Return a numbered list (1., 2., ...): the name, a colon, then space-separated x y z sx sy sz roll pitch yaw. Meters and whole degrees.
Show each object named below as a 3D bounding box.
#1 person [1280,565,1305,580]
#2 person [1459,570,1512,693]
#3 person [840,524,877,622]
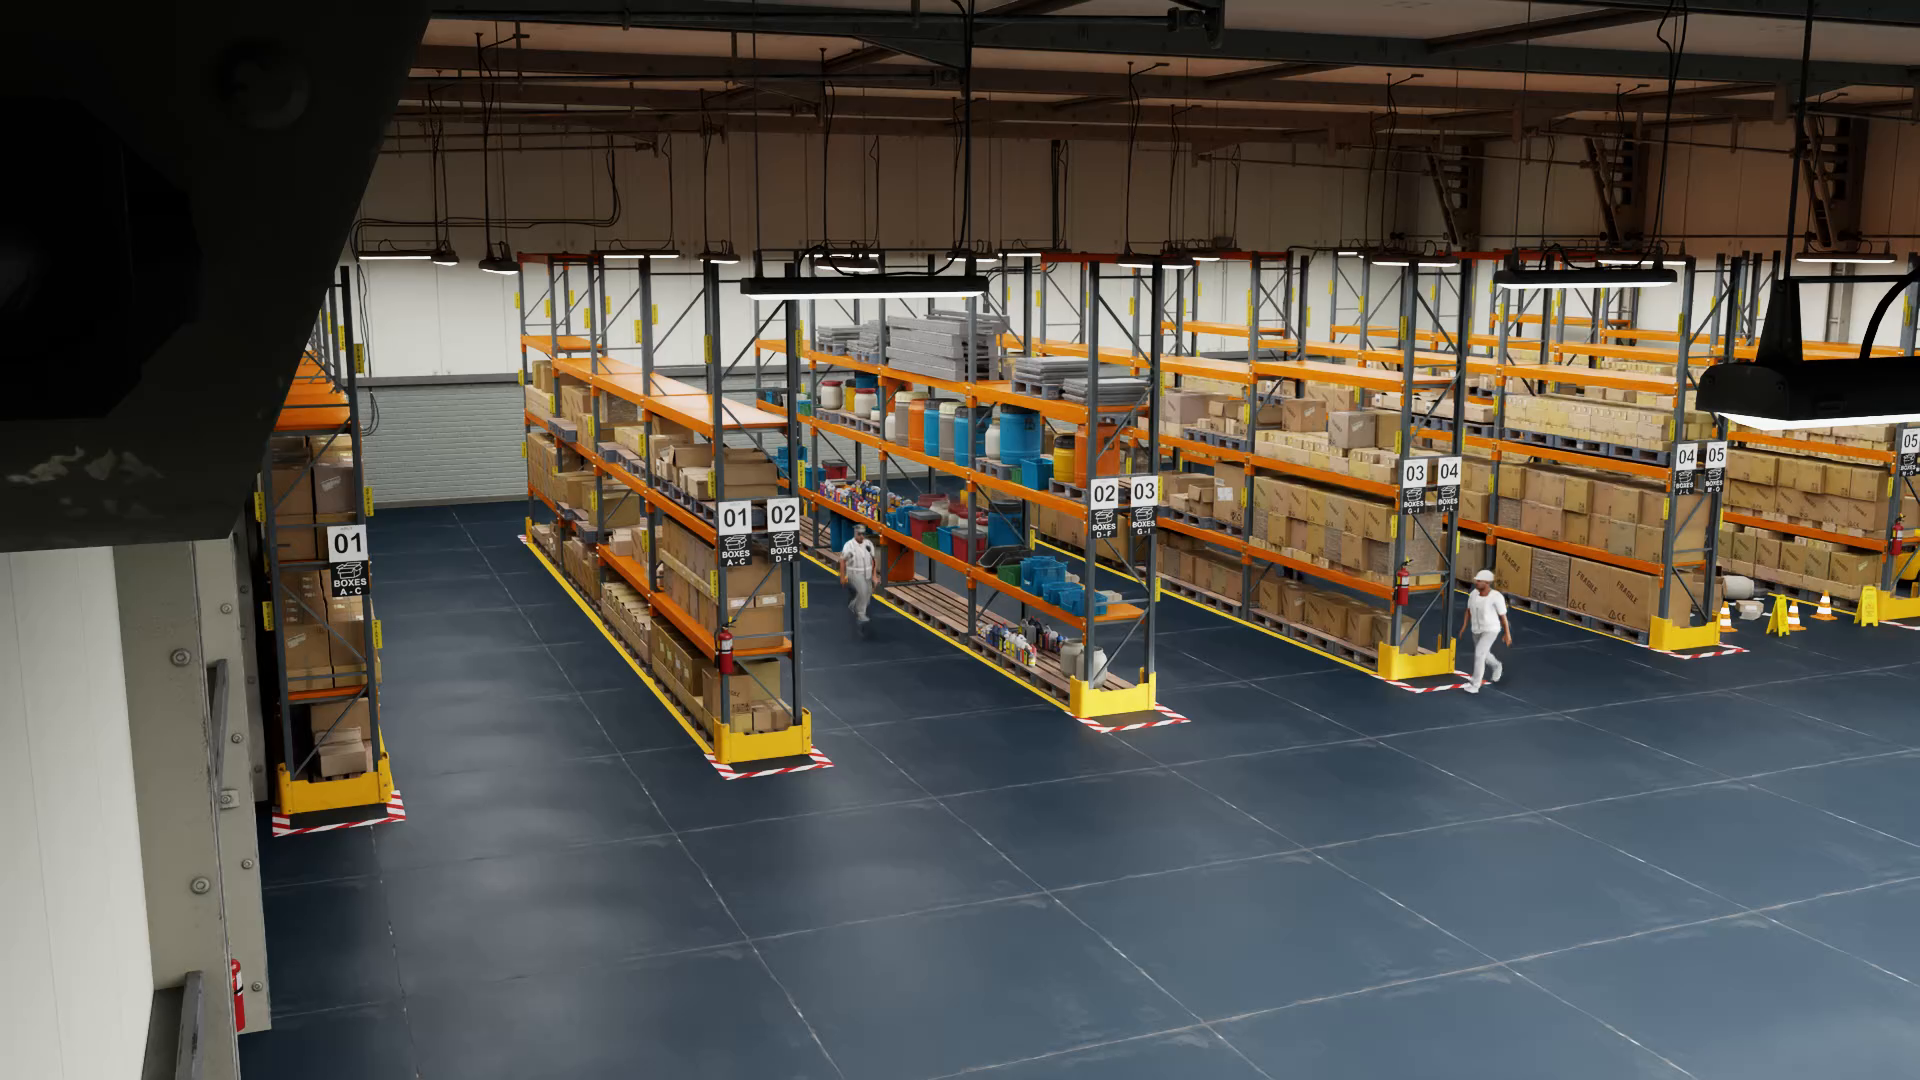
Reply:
1. person: 6.222 -0.060 30.863 0.482 1.671 0.497 -8 13 -38
2. person: 7.420 1.262 23.394 1.062 1.712 0.660 -8 13 -36
3. person: -1.574 0.487 26.674 0.547 1.497 0.996 -7 13 -35
